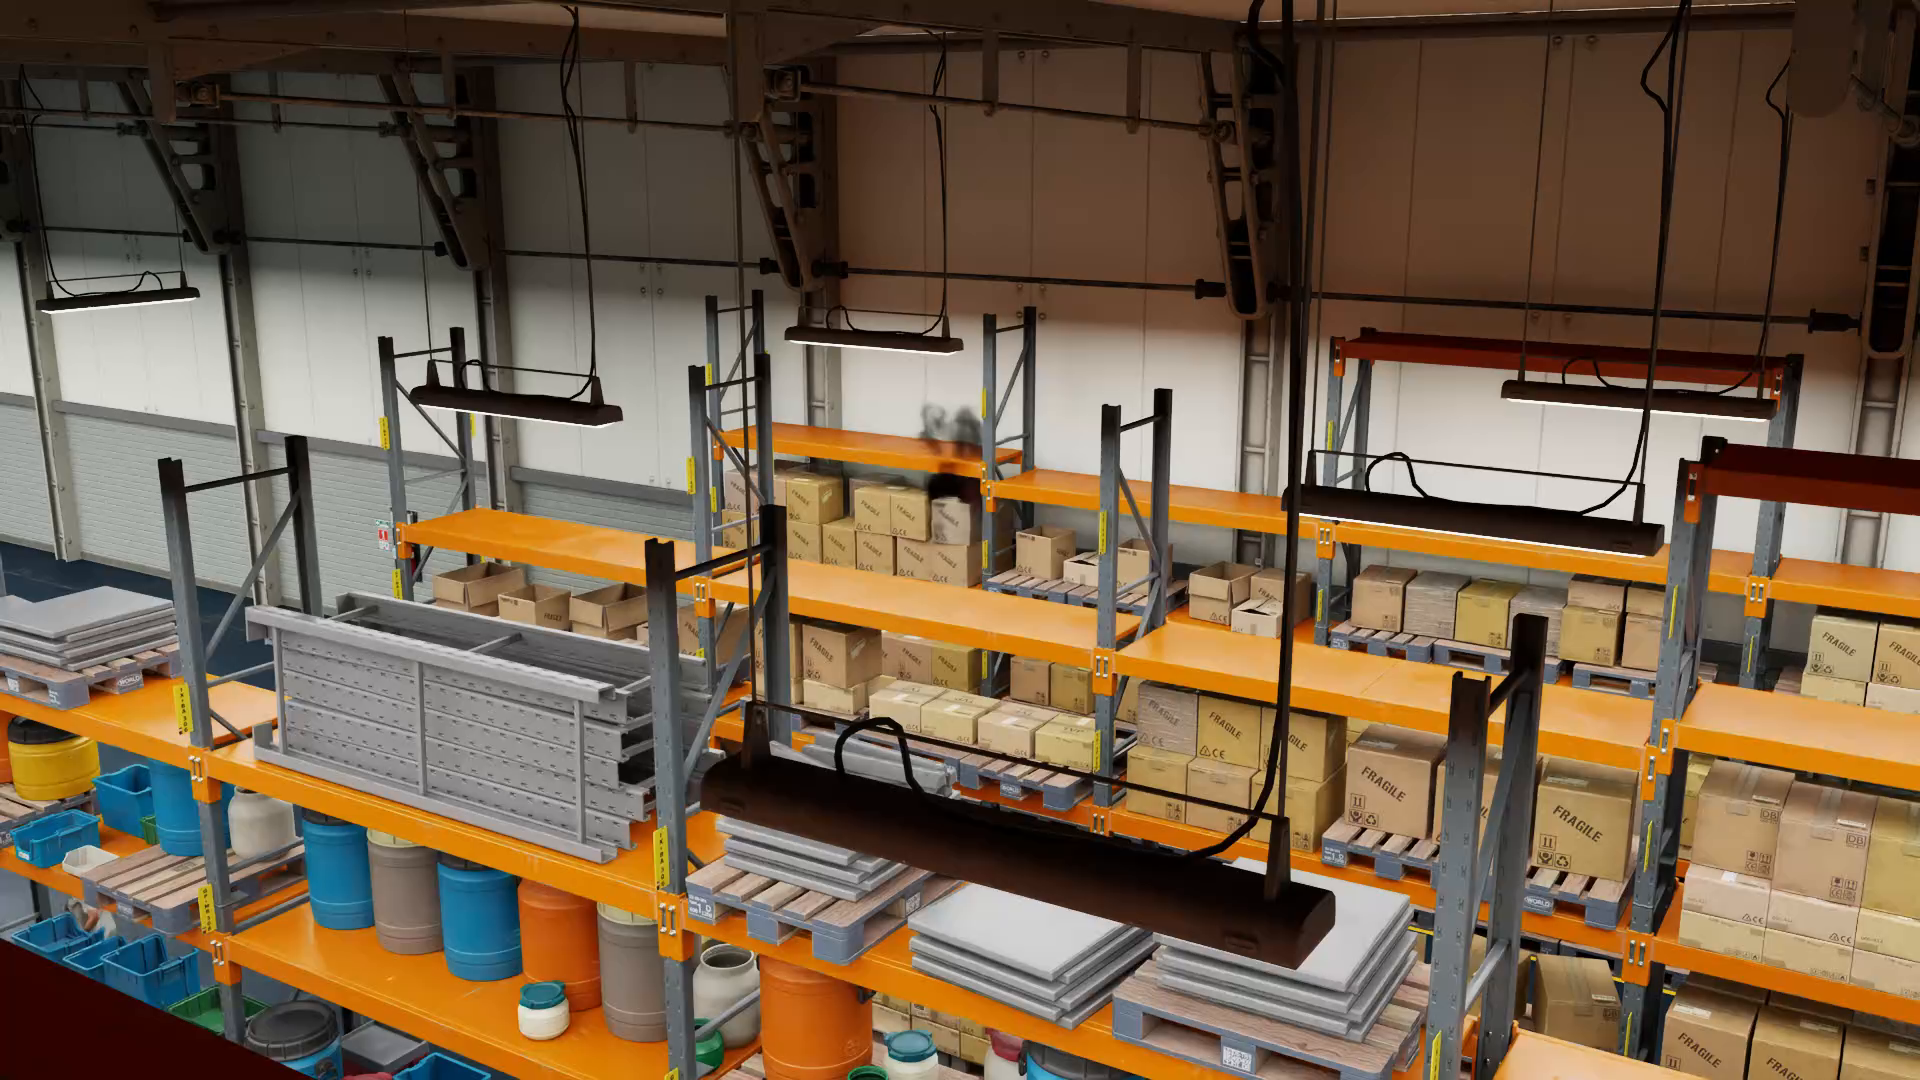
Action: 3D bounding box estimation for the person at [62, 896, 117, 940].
[{"bbox_3d":[-7.822,3.626,15.131,0.877,1.678,0.579,0,14,1],"label":"person"}]
